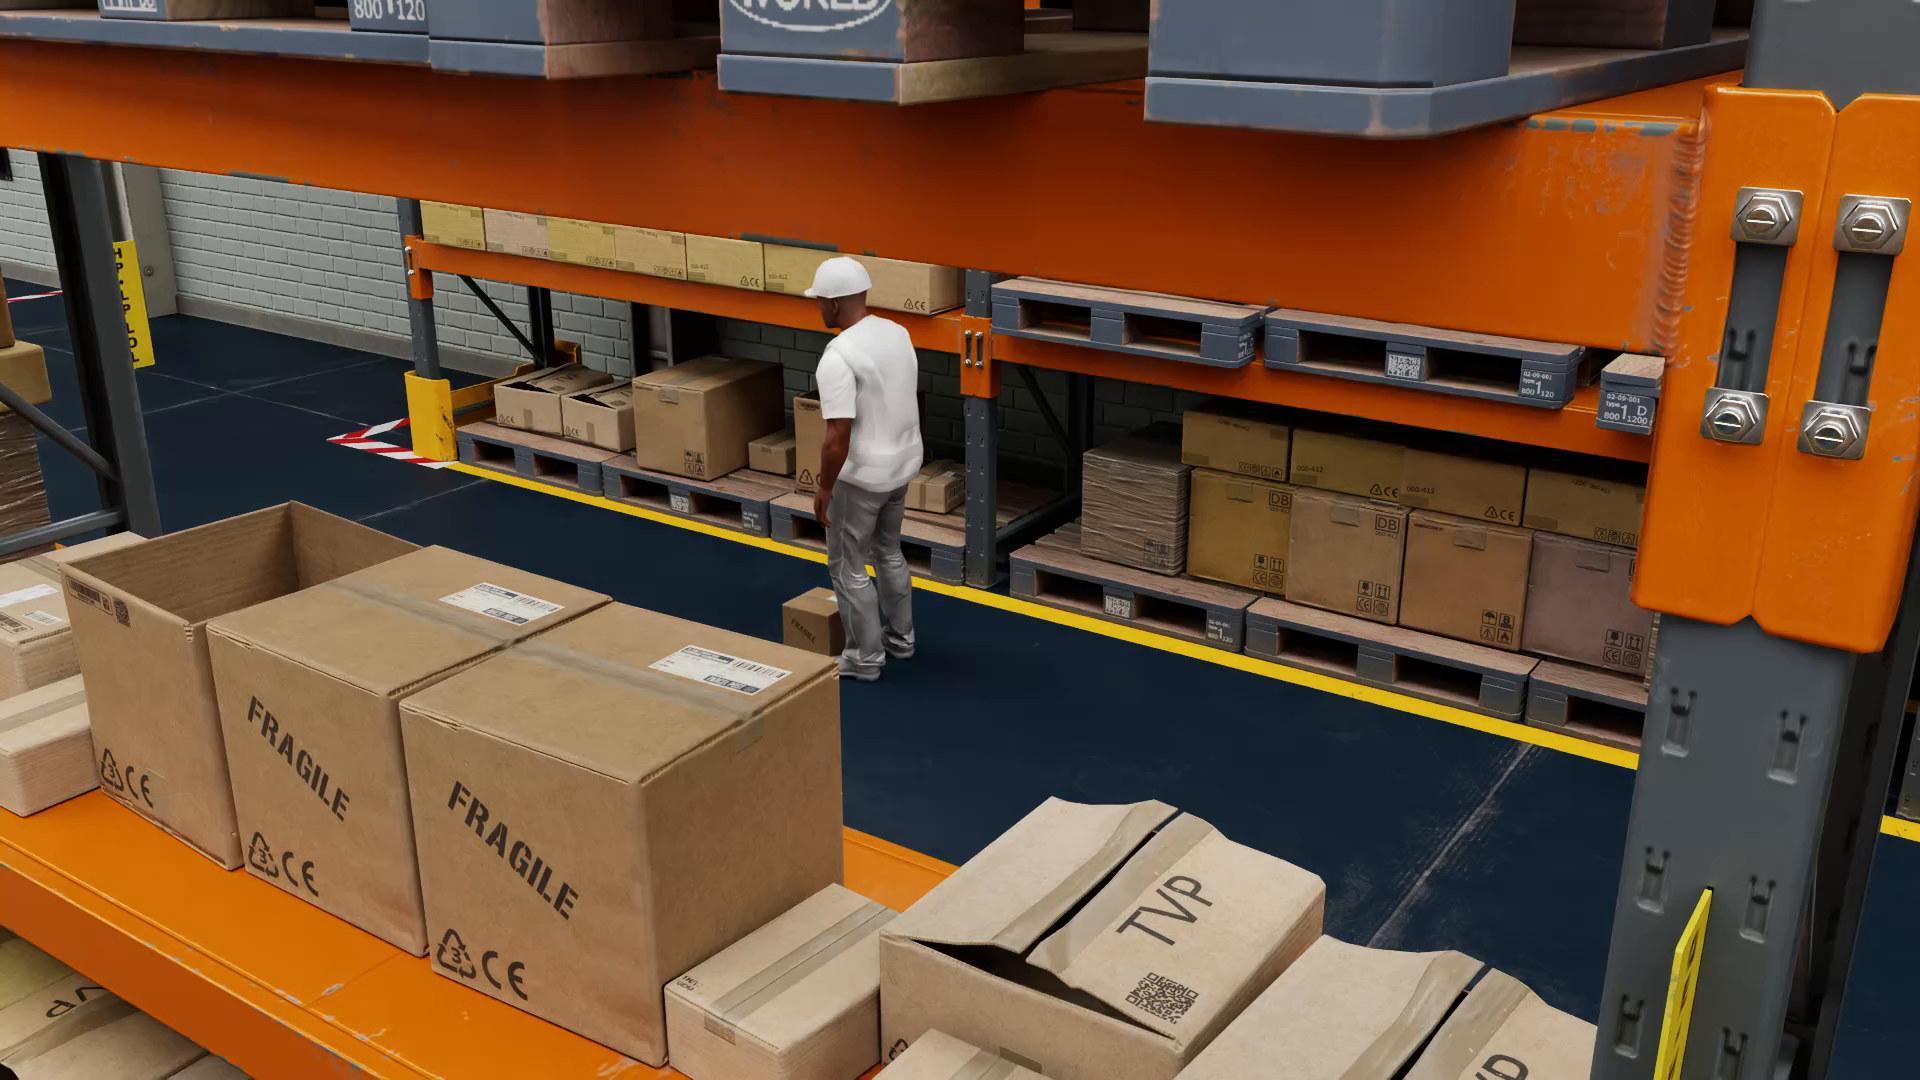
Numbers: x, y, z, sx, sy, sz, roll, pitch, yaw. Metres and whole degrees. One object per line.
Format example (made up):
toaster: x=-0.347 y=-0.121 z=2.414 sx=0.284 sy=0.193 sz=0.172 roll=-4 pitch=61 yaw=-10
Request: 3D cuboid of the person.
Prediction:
person: x=-0.401 y=-0.287 z=6.849 sx=0.461 sy=1.759 sz=0.629 roll=11 pitch=23 yaw=29
